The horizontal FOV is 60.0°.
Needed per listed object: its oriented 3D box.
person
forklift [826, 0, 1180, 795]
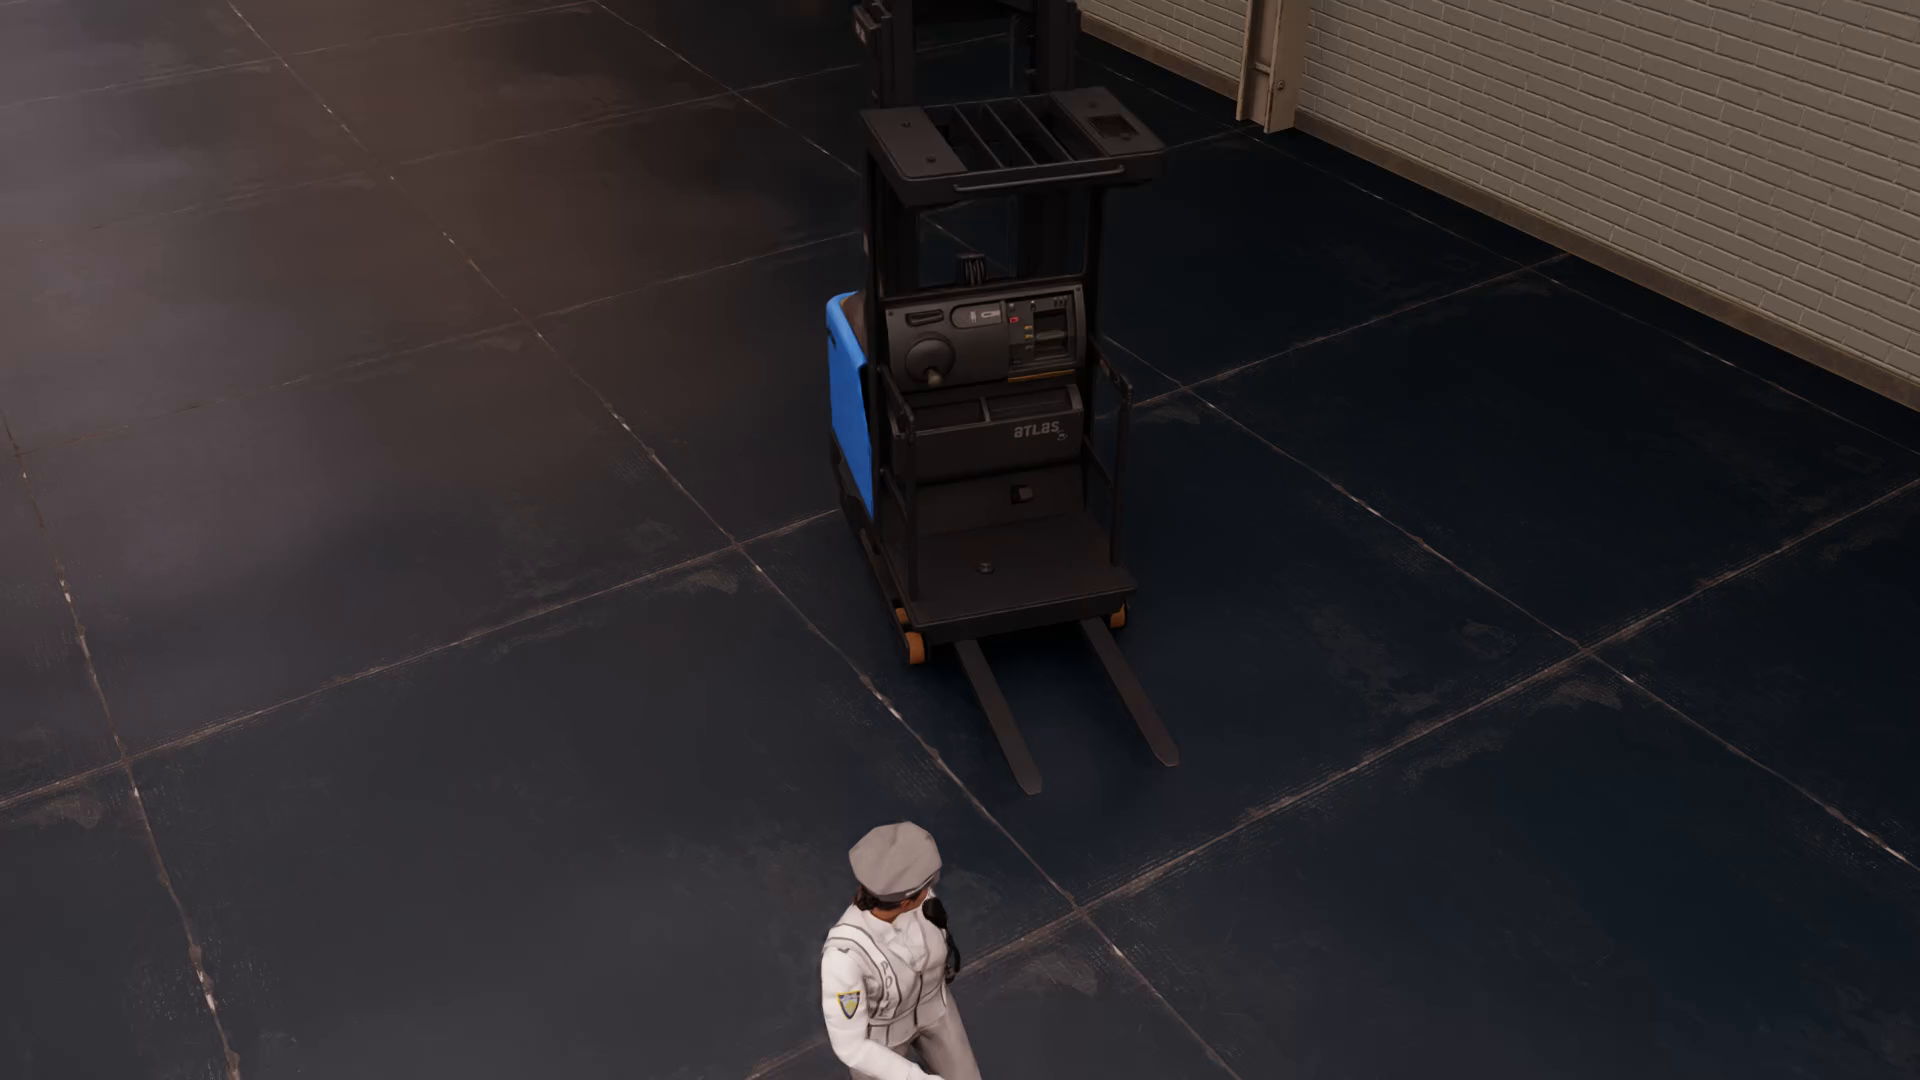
[{"bbox_3d":[-0.183,1.519,5.183,0.617,1.642,0.706,-22,40,-28],"label":"person"},{"bbox_3d":[0.183,-0.861,7.373,1.130,2.935,3.031,-9,36,-13],"label":"forklift"}]
